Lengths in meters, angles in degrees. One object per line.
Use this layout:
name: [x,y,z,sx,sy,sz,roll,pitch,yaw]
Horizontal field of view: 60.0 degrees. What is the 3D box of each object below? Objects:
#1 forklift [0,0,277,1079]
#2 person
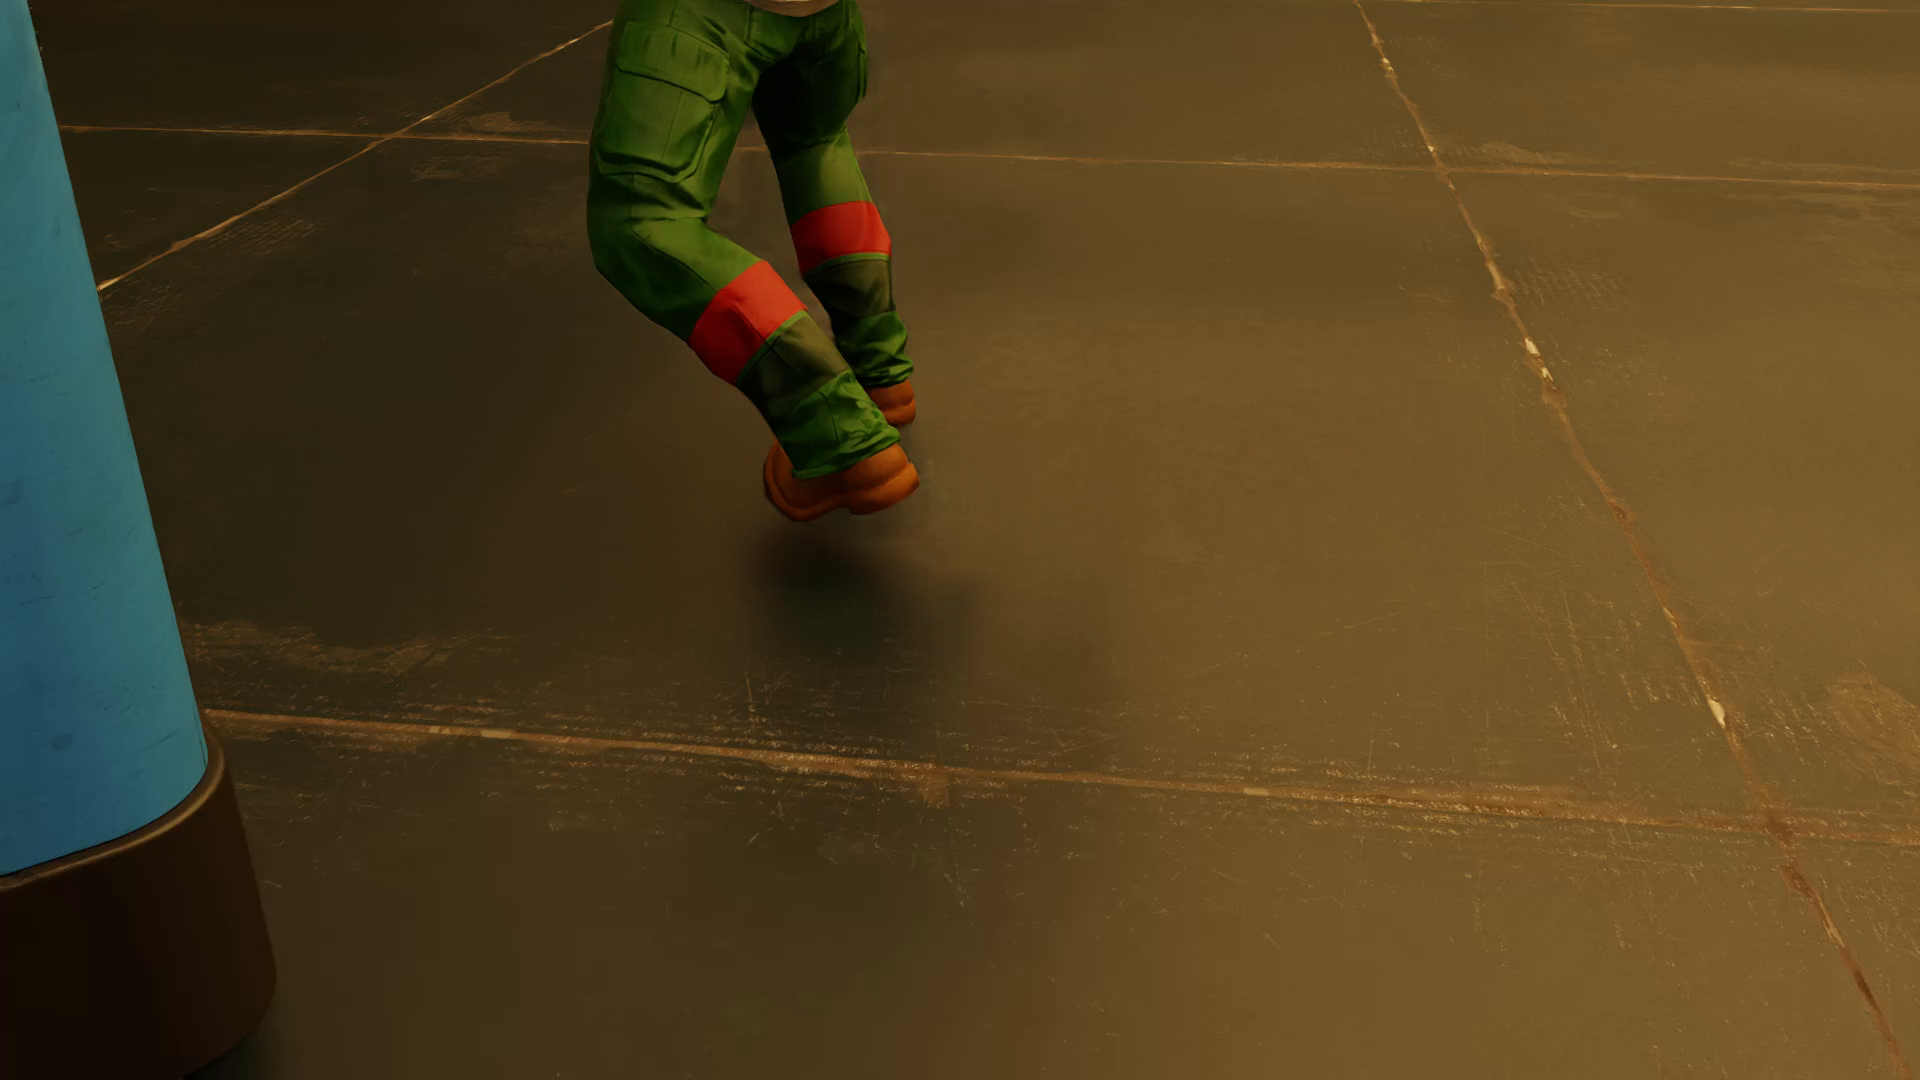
forklift: [-2.119,-0.616,0.451,3.031,2.935,1.130,-18,31,-31]
person: [-0.212,-0.904,2.537,0.782,1.542,1.045,12,29,23]
